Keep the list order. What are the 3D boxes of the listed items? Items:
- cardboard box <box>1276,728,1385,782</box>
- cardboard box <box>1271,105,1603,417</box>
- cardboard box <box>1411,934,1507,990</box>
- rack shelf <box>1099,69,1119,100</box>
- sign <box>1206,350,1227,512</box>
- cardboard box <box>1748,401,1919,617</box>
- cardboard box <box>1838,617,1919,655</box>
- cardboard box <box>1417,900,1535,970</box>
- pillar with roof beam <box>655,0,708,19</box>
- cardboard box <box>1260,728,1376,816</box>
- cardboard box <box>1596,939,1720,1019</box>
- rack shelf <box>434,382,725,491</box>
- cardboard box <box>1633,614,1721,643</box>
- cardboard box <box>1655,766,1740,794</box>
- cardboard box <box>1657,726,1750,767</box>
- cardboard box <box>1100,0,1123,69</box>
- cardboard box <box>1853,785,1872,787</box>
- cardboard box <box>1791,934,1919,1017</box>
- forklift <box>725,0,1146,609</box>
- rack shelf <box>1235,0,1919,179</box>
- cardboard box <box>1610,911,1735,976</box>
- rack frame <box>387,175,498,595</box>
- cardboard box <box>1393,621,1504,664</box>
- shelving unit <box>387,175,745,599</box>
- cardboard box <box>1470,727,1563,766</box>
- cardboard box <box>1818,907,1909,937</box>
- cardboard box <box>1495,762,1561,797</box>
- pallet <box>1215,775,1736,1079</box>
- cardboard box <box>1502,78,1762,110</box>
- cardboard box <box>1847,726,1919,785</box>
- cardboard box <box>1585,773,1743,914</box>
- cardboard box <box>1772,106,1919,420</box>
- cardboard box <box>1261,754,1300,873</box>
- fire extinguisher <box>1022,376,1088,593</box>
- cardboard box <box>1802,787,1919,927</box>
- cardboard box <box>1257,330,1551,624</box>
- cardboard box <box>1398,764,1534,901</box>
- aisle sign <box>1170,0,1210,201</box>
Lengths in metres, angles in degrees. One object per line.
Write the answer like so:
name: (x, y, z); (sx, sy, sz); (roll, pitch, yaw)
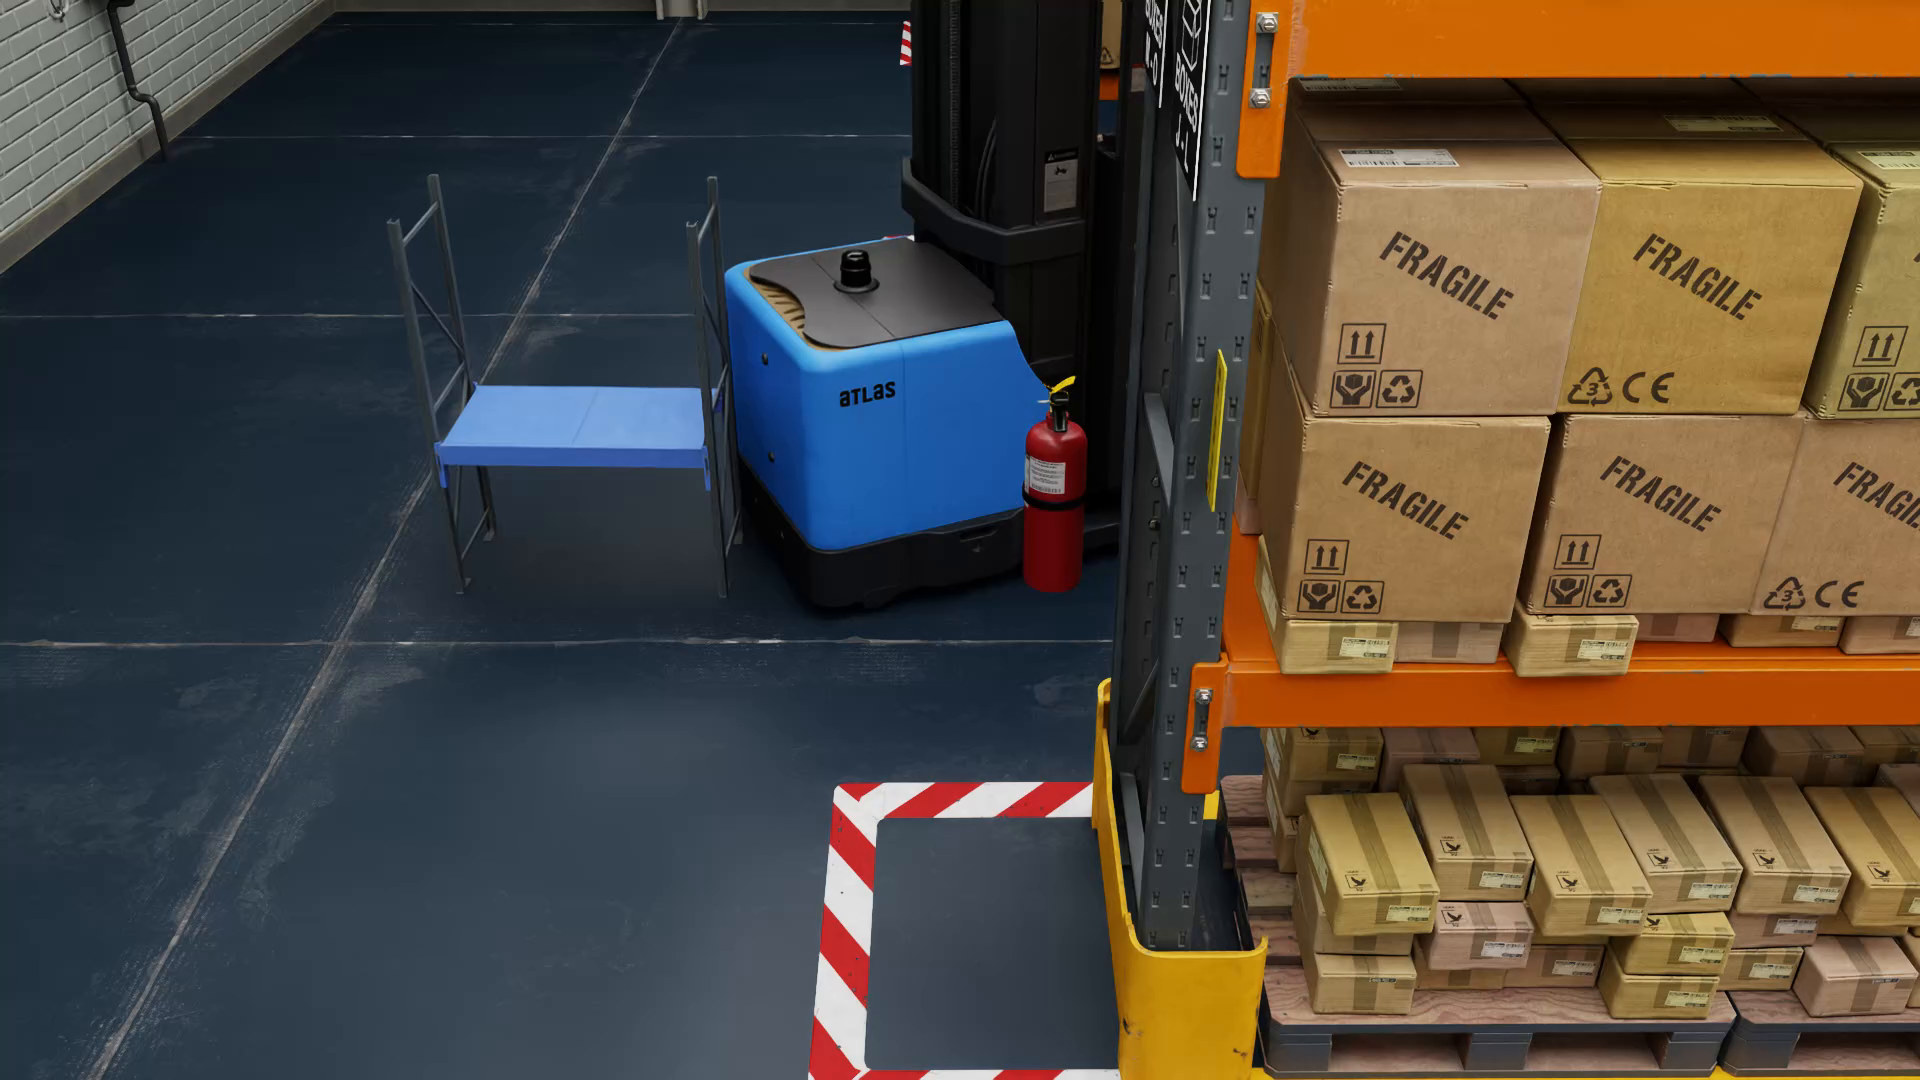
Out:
cardboard box: (1.046, 0.519, 4.772); (0.250, 0.149, 0.380); (0, 31, 0)
cardboard box: (0.969, -0.594, 3.490); (0.500, 0.500, 0.500); (0, 31, -1)
cardboard box: (1.305, 1.028, 4.508); (0.250, 0.149, 0.380); (0, 31, 0)
rack shelf: (2.387, -2.399, 8.505); (4.000, 0.370, 1.077); (0, 31, 0)
sign: (0.521, -0.221, 3.388); (0.005, 0.325, 0.100); (0, 31, 0)
cardboard box: (1.994, -0.170, 3.756); (0.500, 0.500, 0.500); (0, 31, 0)
cardboard box: (2.144, 0.102, 3.932); (0.250, 0.149, 0.380); (-1, 31, -1)
cardboard box: (1.318, 0.940, 4.366); (0.250, 0.149, 0.380); (0, 31, -1)
pillar with roof beam: (-2.322, -6.065, 8.072); (0.400, 9.000, 9.100); (0, 31, 0)
cardboard box: (1.044, 0.630, 4.877); (0.250, 0.149, 0.380); (-1, 31, -2)
cardboard box: (1.810, 1.080, 4.422); (0.250, 0.149, 0.380); (0, 31, 0)
rack shelf: (-1.410, -0.398, 6.307); (1.000, 0.185, 0.538); (1, 31, 1)
cardboard box: (1.626, 0.077, 3.974); (0.250, 0.149, 0.380); (1, 31, 2)
cardboard box: (2.081, 0.619, 4.895); (0.250, 0.149, 0.380); (0, 31, 0)
cardboard box: (2.083, 0.484, 4.831); (0.250, 0.149, 0.380); (1, 31, 2)
cardboard box: (0.869, -2.595, 8.039); (0.500, 0.500, 0.500); (0, 31, -1)
cardboard box: (2.613, 0.613, 4.905); (0.250, 0.149, 0.380); (0, 31, 0)
cardboard box: (2.314, 1.074, 4.432); (0.250, 0.149, 0.380); (-2, 31, -3)
forklift: (0.626, -1.499, 6.395); (3.031, 2.935, 1.130); (-14, 34, -21)
rack shelf: (2.518, -1.114, 3.496); (4.000, 0.370, 1.077); (0, 31, 0)
cardboard box: (1.819, 0.948, 4.352); (0.250, 0.149, 0.380); (1, 31, 1)
rack frame: (-1.918, -0.558, 6.225); (0.032, 1.500, 0.500); (1, 31, 1)
cardboard box: (1.098, 0.122, 3.900); (0.250, 0.149, 0.380); (1, 31, 1)
shelving unit: (-1.410, -0.552, 6.214); (1.048, 1.500, 0.538); (1, 31, 1)
cardboard box: (1.556, 0.482, 4.834); (0.250, 0.149, 0.380); (-1, 31, -1)
cardboard box: (2.355, 0.876, 4.471); (0.250, 0.149, 0.380); (1, 31, 2)
cardboard box: (1.564, 0.627, 4.881); (0.250, 0.149, 0.380); (-1, 31, -2)
pallet: (1.407, 1.075, 4.774); (1.213, 0.211, 1.003); (0, 31, 0)
cardboard box: (1.481, -0.862, 3.932); (0.500, 0.500, 0.500); (-1, 31, -2)
cardboard box: (2.609, 0.525, 4.763); (0.250, 0.149, 0.380); (0, 31, 0)
cardboard box: (1.819, 0.786, 4.333); (0.250, 0.149, 0.380); (-2, 31, -3)
cardboard box: (1.993, -0.589, 3.481); (0.500, 0.500, 0.500); (-1, 31, -1)
cardboard box: (1.043, 0.797, 4.888); (0.250, 0.149, 0.380); (0, 31, 1)
fire extinguisher: (0.263, -0.179, 4.587); (0.183, 0.674, 0.296); (0, 31, 0)
cardboard box: (2.360, 0.813, 4.289); (0.250, 0.149, 0.380); (0, 31, 0)
cardboard box: (0.969, -0.161, 3.740); (0.500, 0.500, 0.500); (1, 31, 2)
cardboard box: (1.319, 0.764, 4.369); (0.250, 0.149, 0.380); (0, 31, 1)
aisle sign: (0.447, -1.088, 3.146); (0.004, 0.787, 0.394); (0, 31, 0)
